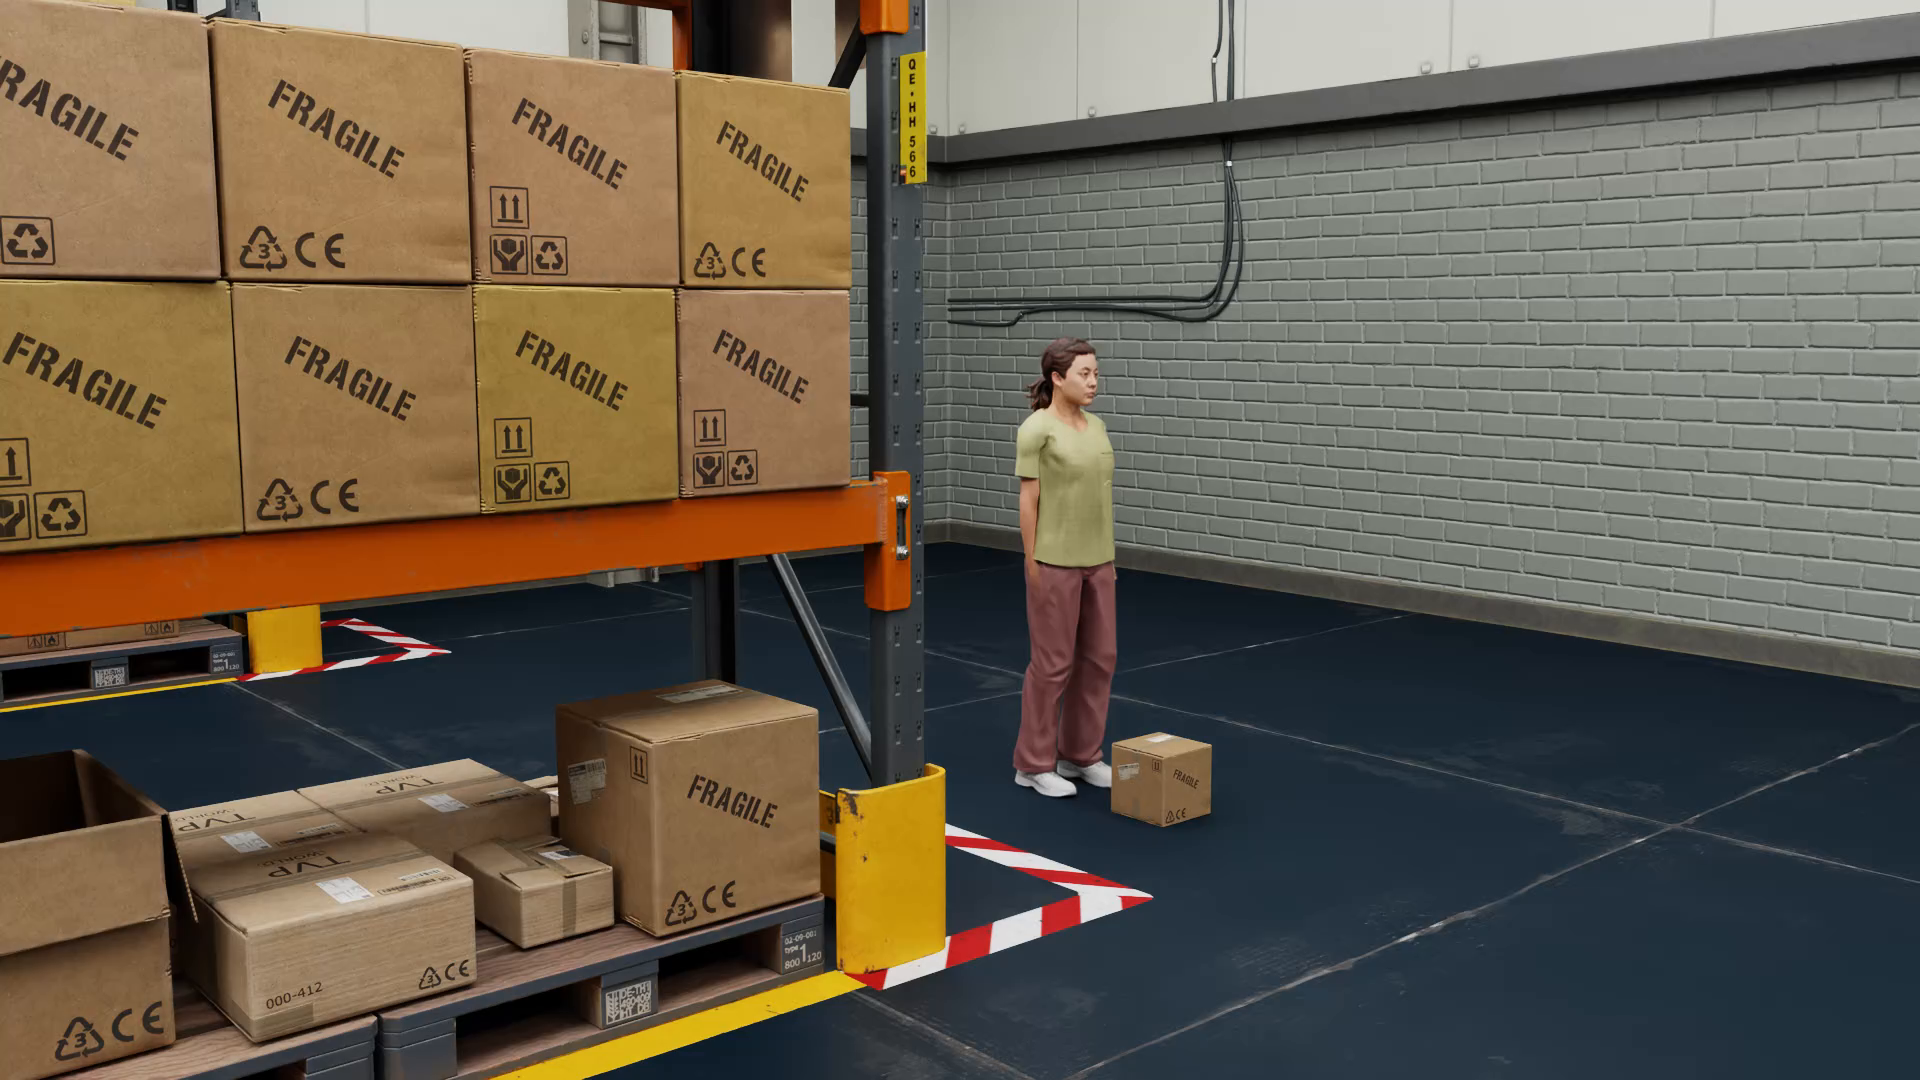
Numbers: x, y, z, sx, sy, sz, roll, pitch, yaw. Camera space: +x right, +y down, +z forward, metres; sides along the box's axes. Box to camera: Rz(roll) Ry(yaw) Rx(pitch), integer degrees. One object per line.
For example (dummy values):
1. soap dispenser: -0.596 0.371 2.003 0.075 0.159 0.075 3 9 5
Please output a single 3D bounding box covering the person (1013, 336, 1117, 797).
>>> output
1. person: 0.402 0.090 6.137 0.441 1.670 0.362 -6 10 -40
